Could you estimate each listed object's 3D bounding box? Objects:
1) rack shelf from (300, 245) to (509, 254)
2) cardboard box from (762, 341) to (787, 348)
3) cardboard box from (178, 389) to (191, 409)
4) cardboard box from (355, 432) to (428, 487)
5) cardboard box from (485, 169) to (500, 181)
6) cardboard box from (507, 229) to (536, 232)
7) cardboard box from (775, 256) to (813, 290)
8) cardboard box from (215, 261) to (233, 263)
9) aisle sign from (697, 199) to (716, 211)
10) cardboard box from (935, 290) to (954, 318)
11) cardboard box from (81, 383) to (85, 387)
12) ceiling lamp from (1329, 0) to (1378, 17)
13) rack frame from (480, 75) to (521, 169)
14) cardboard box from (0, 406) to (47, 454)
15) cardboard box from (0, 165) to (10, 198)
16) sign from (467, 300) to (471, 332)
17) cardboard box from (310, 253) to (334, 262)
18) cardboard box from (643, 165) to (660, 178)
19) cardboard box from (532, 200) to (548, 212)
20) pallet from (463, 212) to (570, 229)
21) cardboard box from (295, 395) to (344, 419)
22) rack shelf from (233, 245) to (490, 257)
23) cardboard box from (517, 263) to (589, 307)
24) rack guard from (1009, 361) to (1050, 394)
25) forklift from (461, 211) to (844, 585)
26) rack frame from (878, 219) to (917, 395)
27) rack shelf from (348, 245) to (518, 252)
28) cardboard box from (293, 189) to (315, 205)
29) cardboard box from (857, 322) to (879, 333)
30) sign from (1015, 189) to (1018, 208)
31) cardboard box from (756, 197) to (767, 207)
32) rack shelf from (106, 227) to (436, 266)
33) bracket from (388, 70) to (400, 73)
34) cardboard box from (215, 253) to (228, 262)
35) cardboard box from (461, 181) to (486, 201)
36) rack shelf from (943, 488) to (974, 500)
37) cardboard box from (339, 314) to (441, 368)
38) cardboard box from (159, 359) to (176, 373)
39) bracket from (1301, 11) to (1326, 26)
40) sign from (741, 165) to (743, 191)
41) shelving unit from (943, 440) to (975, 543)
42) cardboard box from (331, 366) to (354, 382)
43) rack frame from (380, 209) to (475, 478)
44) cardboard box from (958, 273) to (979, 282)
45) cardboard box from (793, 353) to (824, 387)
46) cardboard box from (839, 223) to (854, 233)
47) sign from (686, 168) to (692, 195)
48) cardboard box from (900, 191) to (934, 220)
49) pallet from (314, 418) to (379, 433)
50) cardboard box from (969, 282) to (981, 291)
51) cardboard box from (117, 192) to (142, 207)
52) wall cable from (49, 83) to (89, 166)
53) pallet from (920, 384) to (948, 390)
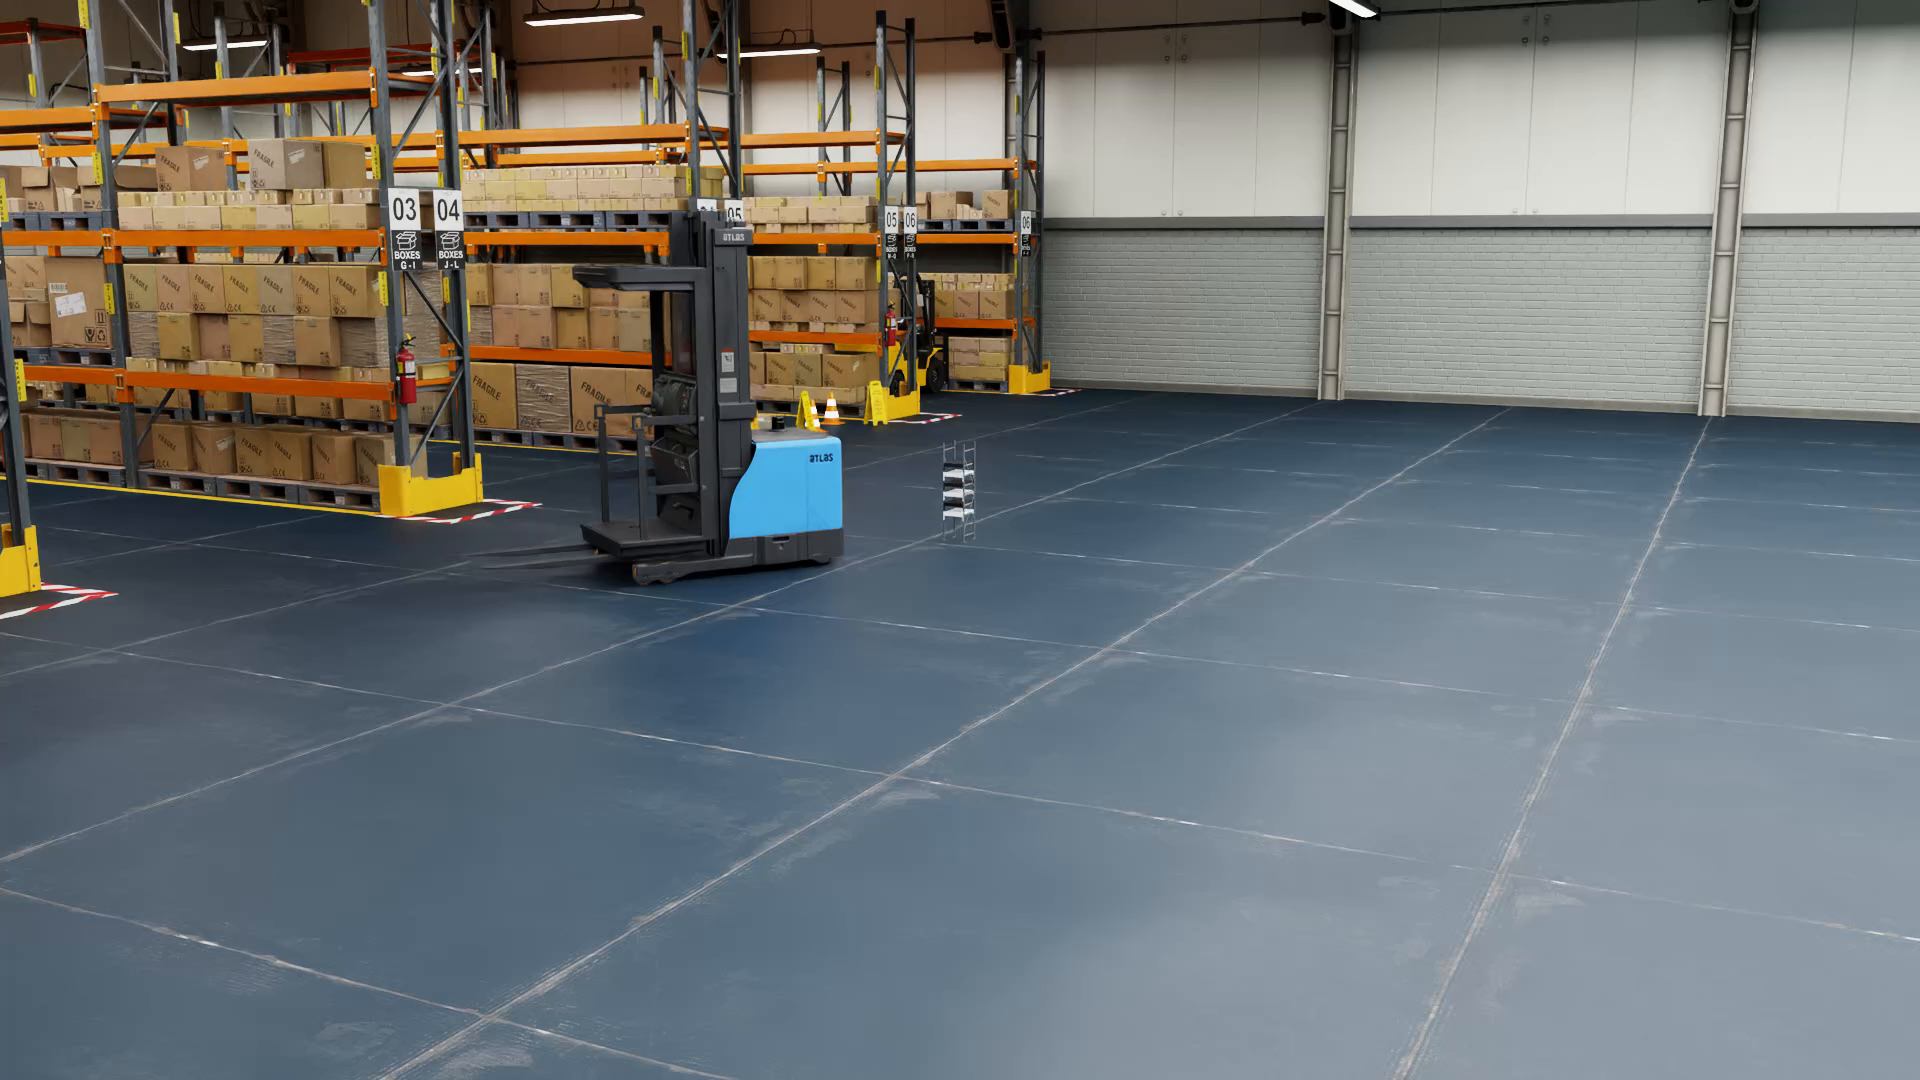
[{"bbox_3d":[-9.923,-5.297,29.671,4.000,0.370,1.077,5,11,26],"label":"rack shelf"},{"bbox_3d":[-3.515,-3.635,32.379,0.625,0.625,0.875,5,11,25],"label":"cardboard box"},{"bbox_3d":[-11.399,-2.247,25.061,0.500,0.500,0.500,6,12,28],"label":"cardboard box"},{"bbox_3d":[-5.893,-0.832,17.247,0.500,0.500,0.500,8,13,36],"label":"cardboard box"},{"bbox_3d":[-6.010,-4.781,21.808,0.250,0.149,0.380,5,11,25],"label":"cardboard box"},{"bbox_3d":[-7.284,-5.466,28.305,0.500,0.500,0.700,5,11,26],"label":"cardboard box"},{"bbox_3d":[-2.463,-4.144,25.783,0.500,0.500,0.700,5,11,25],"label":"cardboard box"},{"bbox_3d":[-13.620,-4.987,31.275,0.500,0.500,0.500,5,11,26],"label":"cardboard box"},{"bbox_3d":[-3.124,-3.814,20.580,0.004,0.787,0.394,5,11,26],"label":"aisle sign"},{"bbox_3d":[-0.241,-4.308,30.332,0.500,0.500,0.500,5,11,25],"label":"cardboard box"},{"bbox_3d":[-14.000,-2.564,26.963,0.250,0.149,0.380,6,12,28],"label":"cardboard box"},{"bbox_3d":[5.615,-8.855,22.500,0.800,3.185,2.000,5,11,26],"label":"ceiling lamp"},{"bbox_3d":[-9.524,-8.077,34.592,0.127,3.000,1.000,5,11,26],"label":"rack frame"},{"bbox_3d":[-11.401,-1.329,19.937,0.500,0.500,0.700,4,11,21],"label":"cardboard box"},{"bbox_3d":[-11.299,-4.048,19.069,0.500,0.500,0.500,5,11,24],"label":"cardboard box"},{"bbox_3d":[-5.100,-2.317,17.176,0.005,0.325,0.100,5,11,26],"label":"sign"},{"bbox_3d":[-11.885,-5.259,30.955,0.250,0.149,0.380,5,11,25],"label":"cardboard box"},{"bbox_3d":[-3.730,-4.581,20.703,0.250,0.149,0.380,5,11,26],"label":"cardboard box"},{"bbox_3d":[-5.323,-4.328,21.547,0.250,0.149,0.380,5,11,26],"label":"cardboard box"},{"bbox_3d":[-5.913,-4.269,22.224,1.213,0.211,1.003,5,11,26],"label":"pallet"},{"bbox_3d":[-8.937,-2.187,24.031,0.750,0.750,1.050,5,11,27],"label":"cardboard box"},{"bbox_3d":[-8.435,-4.183,23.517,4.000,0.370,1.077,5,11,26],"label":"rack shelf"},{"bbox_3d":[-5.358,-3.385,22.055,0.550,0.550,0.875,5,11,26],"label":"cardboard box"},{"bbox_3d":[1.259,-2.948,30.114,0.348,0.500,1.175,5,11,26],"label":"rack guard"},{"bbox_3d":[-2.523,-1.189,13.568,3.031,2.935,1.130,-6,12,-29],"label":"forklift"},{"bbox_3d":[-0.955,-3.387,25.520,0.127,3.000,1.000,5,11,26],"label":"rack frame"},{"bbox_3d":[-11.317,-6.405,35.794,4.000,0.370,1.077,5,11,26],"label":"rack shelf"},{"bbox_3d":[-6.438,-3.434,16.658,0.250,0.149,0.380,5,11,26],"label":"cardboard box"},{"bbox_3d":[-1.385,-3.258,25.516,0.250,0.149,0.380,5,12,28],"label":"cardboard box"},{"bbox_3d":[0.985,-5.967,29.090,0.005,0.325,0.100,5,11,26],"label":"sign"},{"bbox_3d":[-2.973,-5.260,25.916,0.250,0.149,0.380,5,12,27],"label":"cardboard box"},{"bbox_3d":[-7.134,-3.084,17.442,4.000,0.370,1.077,5,11,26],"label":"rack shelf"},{"bbox_3d":[-12.589,-10.226,36.359,4.783,0.066,0.076,5,11,26],"label":"bracket"},{"bbox_3d":[-13.736,-5.307,31.219,0.250,0.149,0.380,5,11,24],"label":"cardboard box"},{"bbox_3d":[-6.327,-4.624,22.063,0.500,0.250,0.500,5,11,26],"label":"cardboard box"},{"bbox_3d":[-0.007,-0.411,15.160,0.200,0.077,0.258,5,11,26],"label":"rack shelf"},{"bbox_3d":[-5.821,-2.047,17.003,0.500,0.500,0.875,5,11,26],"label":"cardboard box"},{"bbox_3d":[-8.413,-1.893,17.975,0.250,0.149,0.380,5,11,26],"label":"cardboard box"},{"bbox_3d":[5.864,-8.605,27.400,0.430,0.232,0.235,5,11,26],"label":"bracket"},{"bbox_3d":[-2.804,-4.621,21.243,0.005,0.325,0.100,5,11,26],"label":"sign"},{"bbox_3d":[-0.007,-0.443,15.154,0.210,0.900,0.258,5,11,26],"label":"shelving unit"},{"bbox_3d":[-6.158,-1.701,16.912,0.250,0.149,0.380,5,11,26],"label":"cardboard box"},{"bbox_3d":[-5.340,-1.804,16.775,0.127,3.000,1.000,5,11,26],"label":"rack frame"},{"bbox_3d":[0.151,-4.751,30.122,0.250,0.149,0.380,5,11,26],"label":"cardboard box"},{"bbox_3d":[-2.258,-2.671,26.003,0.500,0.500,0.500,6,12,28],"label":"cardboard box"},{"bbox_3d":[-1.636,-4.737,25.263,0.250,0.149,0.380,5,11,26],"label":"cardboard box"},{"bbox_3d":[-3.307,-4.375,20.296,0.005,0.325,0.100,5,11,26],"label":"sign"},{"bbox_3d":[-0.649,-6.107,30.379,0.637,0.503,0.797,5,12,28],"label":"cardboard box"},{"bbox_3d":[-8.465,-1.676,23.897,1.213,0.211,1.003,5,11,26],"label":"pallet"},{"bbox_3d":[0.355,-4.576,29.991,0.250,0.149,0.380,5,12,27],"label":"cardboard box"},{"bbox_3d":[-8.772,-3.643,17.814,0.250,0.149,0.380,5,11,24],"label":"cardboard box"},{"bbox_3d":[-18.928,-8.583,37.281,0.133,3.039,2.988,5,11,26],"label":"wall cable"},{"bbox_3d":[-0.557,-2.957,30.978,1.213,0.211,1.003,5,11,26],"label":"pallet"}]
